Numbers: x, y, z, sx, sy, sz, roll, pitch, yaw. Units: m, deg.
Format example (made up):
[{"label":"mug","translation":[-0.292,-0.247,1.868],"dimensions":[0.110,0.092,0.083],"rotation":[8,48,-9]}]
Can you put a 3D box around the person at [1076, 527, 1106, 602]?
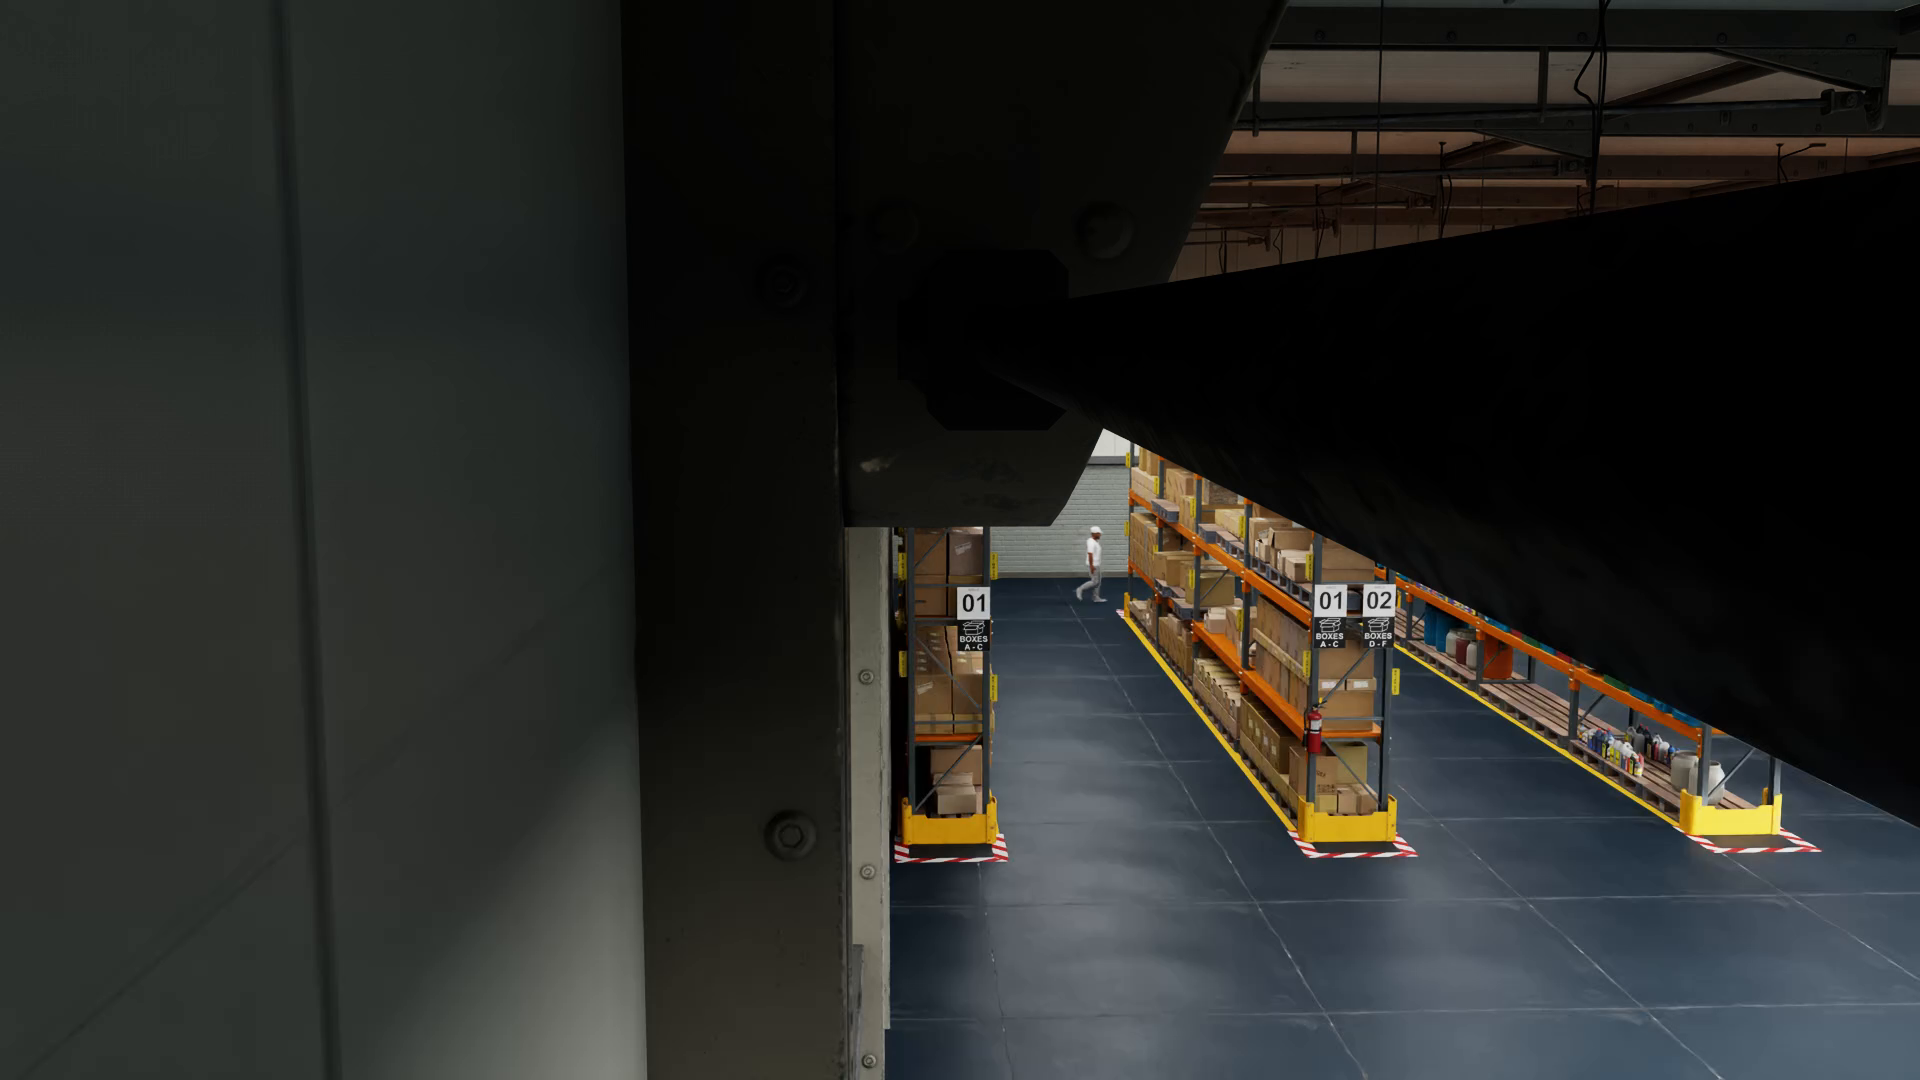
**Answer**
[{"label":"person","translation":[3.015,0.566,38.162],"dimensions":[0.675,1.761,0.626],"rotation":[2,8,16]}]
